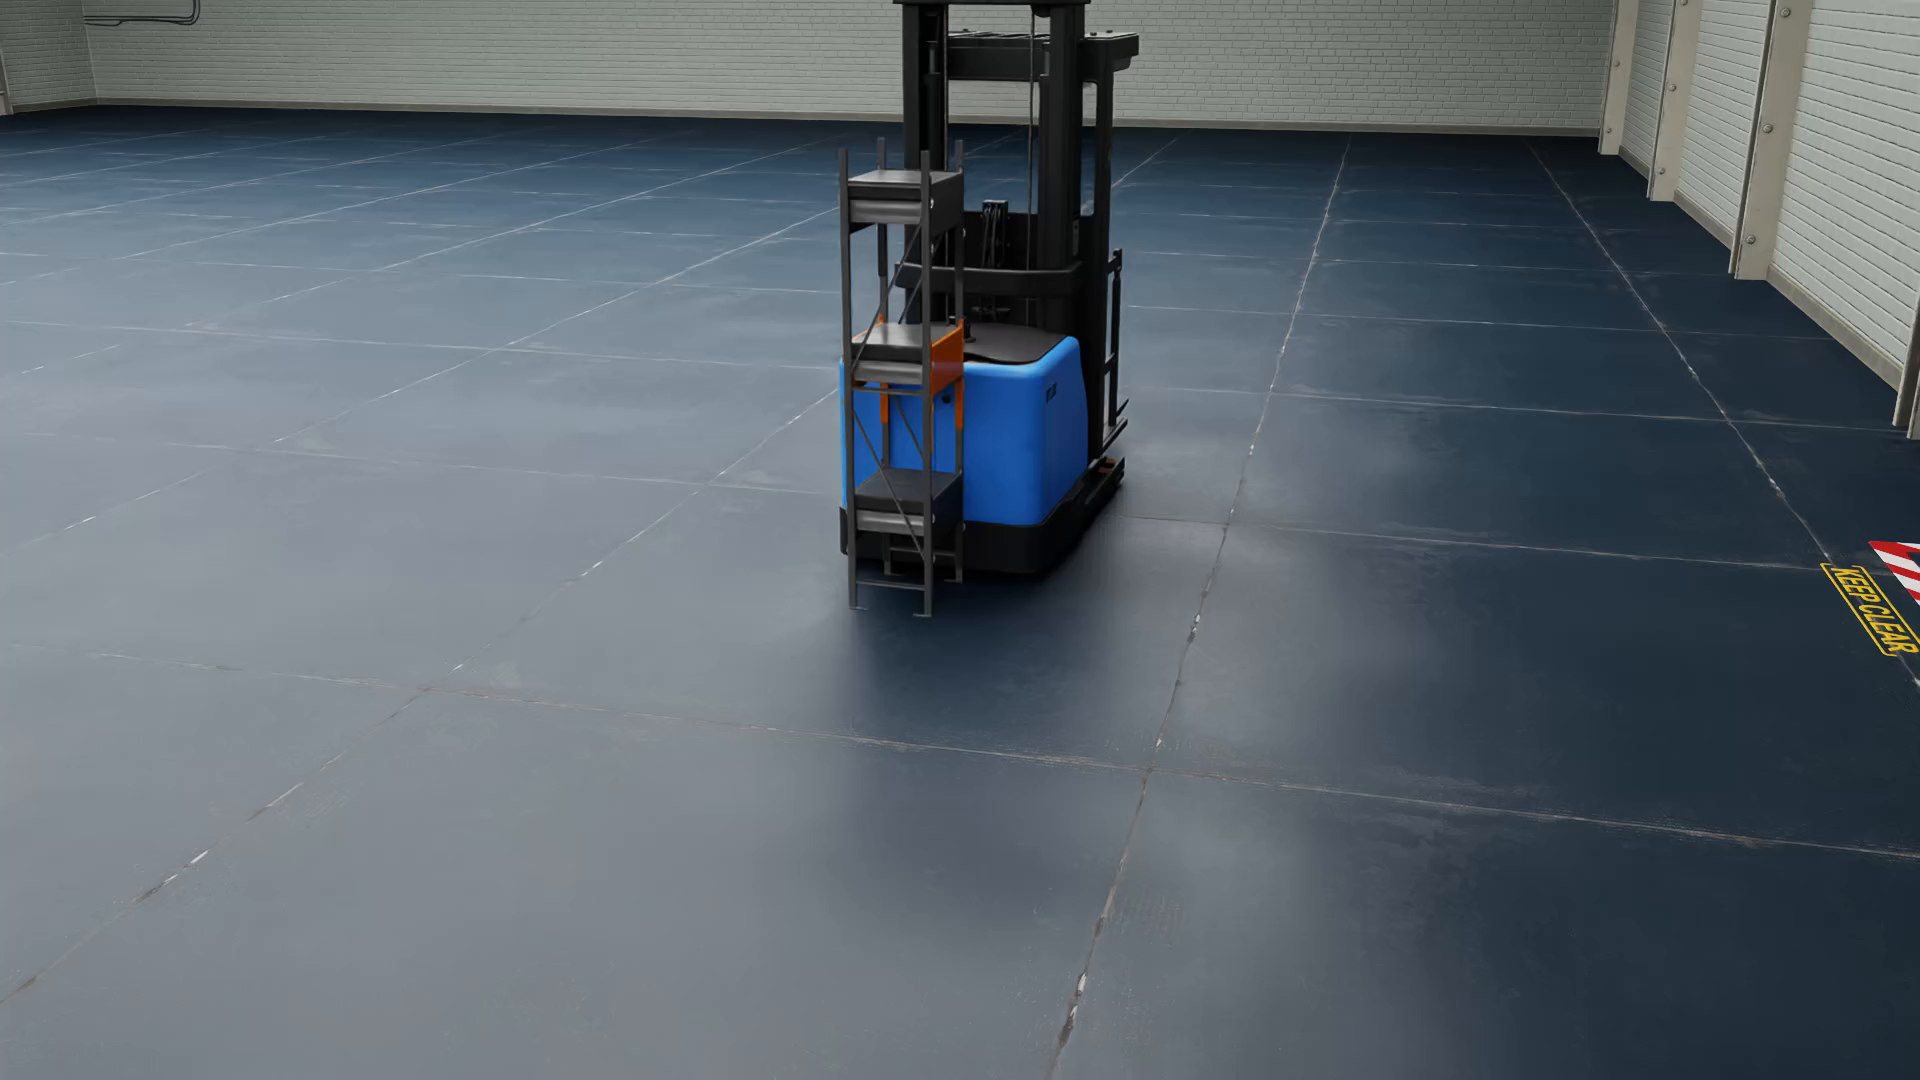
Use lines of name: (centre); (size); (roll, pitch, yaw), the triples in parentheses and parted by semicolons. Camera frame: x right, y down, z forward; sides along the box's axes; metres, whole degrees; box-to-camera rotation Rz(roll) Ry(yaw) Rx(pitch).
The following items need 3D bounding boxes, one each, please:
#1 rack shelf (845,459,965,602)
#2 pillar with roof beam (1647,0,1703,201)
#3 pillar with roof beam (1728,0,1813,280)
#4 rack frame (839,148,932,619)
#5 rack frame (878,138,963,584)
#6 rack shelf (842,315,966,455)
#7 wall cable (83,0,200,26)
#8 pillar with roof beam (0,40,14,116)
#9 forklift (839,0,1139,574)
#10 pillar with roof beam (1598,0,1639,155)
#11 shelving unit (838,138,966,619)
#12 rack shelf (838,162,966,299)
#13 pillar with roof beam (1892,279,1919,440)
rack shelf: (-0.249, -0.052, 7.800); (0.431, 0.518, 0.480); (6, 20, 16)
pillar with roof beam: (4.987, -9.052, 21.266); (9.100, 9.000, 0.400); (5, 19, 13)
pillar with roof beam: (3.521, -7.171, 15.761); (9.100, 9.000, 0.400); (5, 19, 13)
rack frame: (-0.320, -0.652, 7.348); (0.400, 2.100, 0.015); (6, 20, 16)
rack frame: (-0.178, -0.803, 7.790); (0.400, 2.100, 0.015); (6, 20, 16)
rack shelf: (-0.249, -0.715, 7.573); (0.431, 0.518, 0.480); (6, 20, 16)
wall cable: (-17.916, -12.430, 35.960); (3.097, 2.526, 0.112); (5, 19, 13)
pillar with roof beam: (-15.743, -12.740, 32.065); (9.100, 9.000, 0.400); (5, 19, 13)
forklift: (0.319, -1.664, 9.025); (1.130, 2.935, 3.031); (6, 20, 16)
pillar with roof beam: (6.453, -10.932, 26.772); (9.100, 9.000, 0.400); (5, 19, 13)
shelving unit: (-0.249, -0.727, 7.569); (0.431, 2.100, 0.503); (6, 20, 16)
rack shelf: (-0.249, -1.377, 7.347); (0.431, 0.518, 0.480); (6, 20, 16)
pillar with roof beam: (2.055, -5.291, 10.255); (9.100, 9.000, 0.400); (5, 19, 13)
